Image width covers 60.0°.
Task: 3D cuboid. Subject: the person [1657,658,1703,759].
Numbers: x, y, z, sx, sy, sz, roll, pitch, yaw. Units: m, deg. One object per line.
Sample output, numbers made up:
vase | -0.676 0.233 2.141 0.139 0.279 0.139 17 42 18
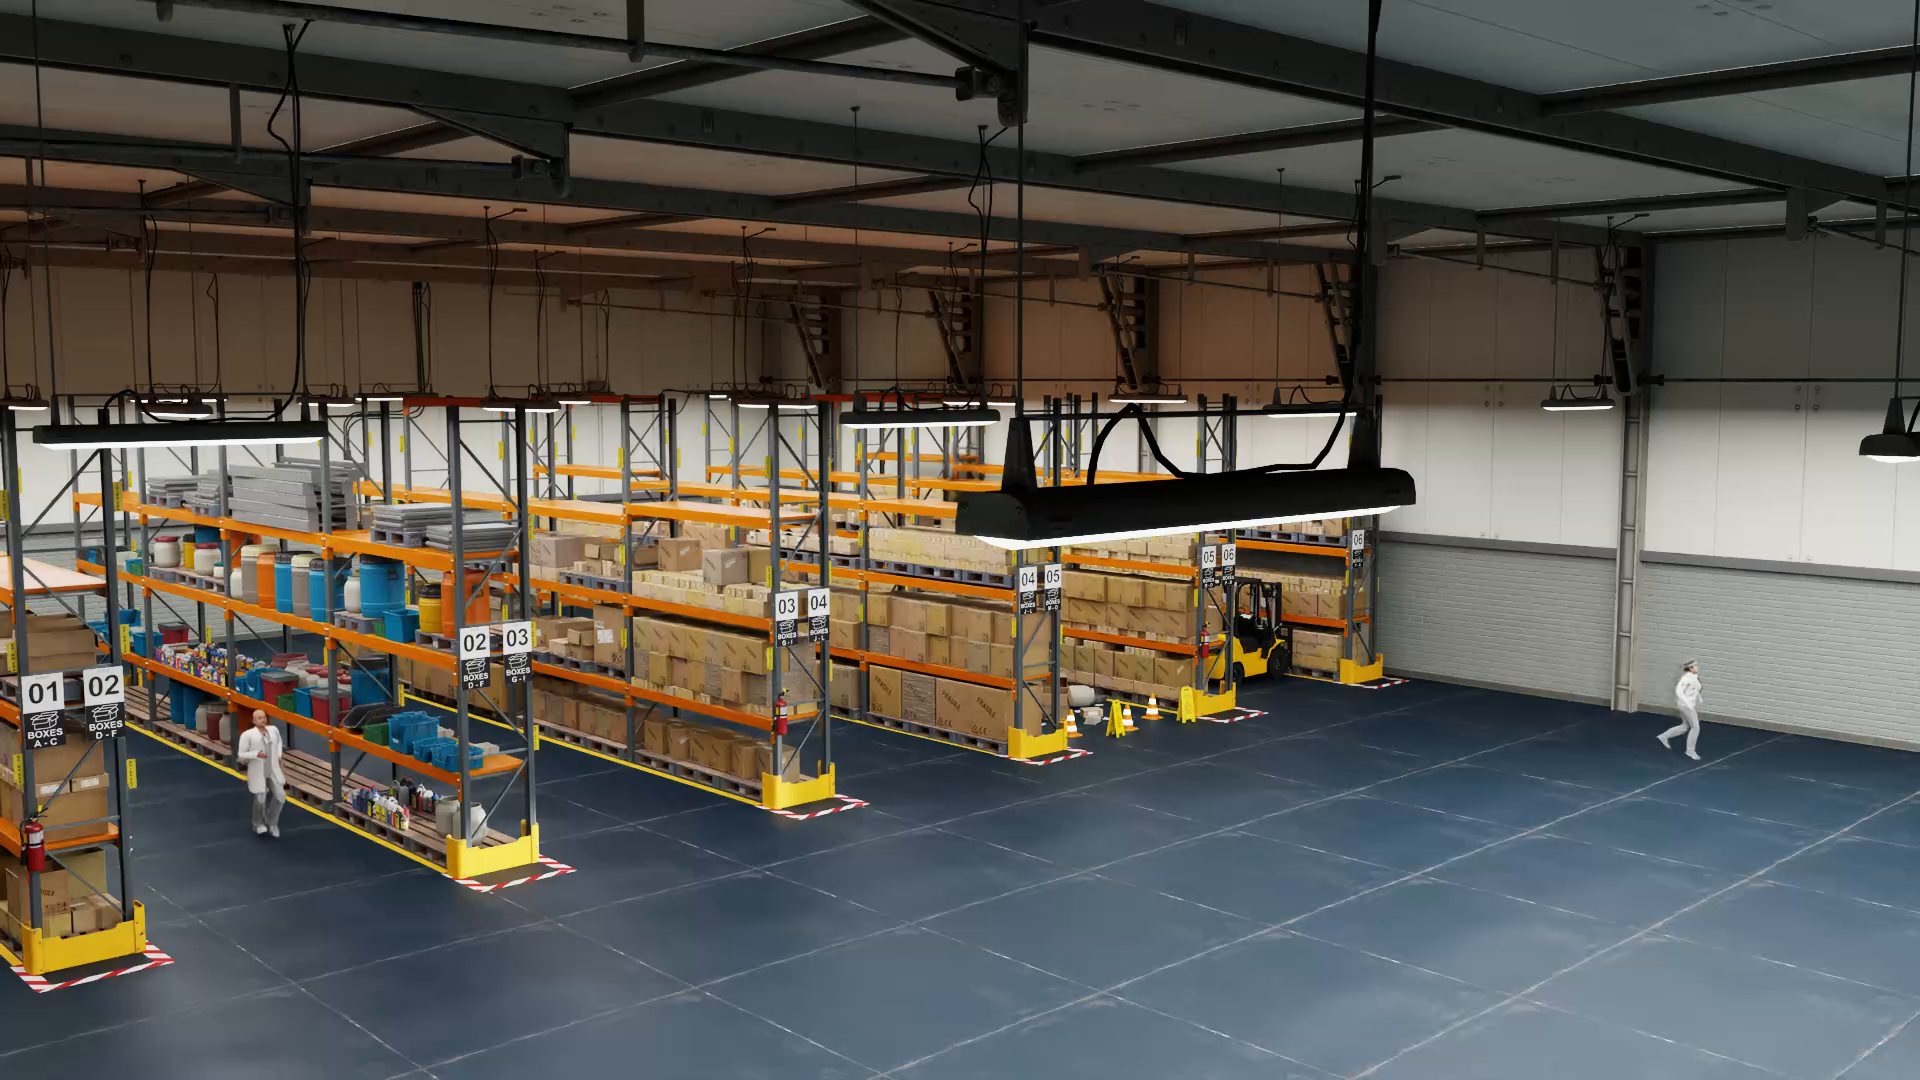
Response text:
person | 12.120 2.811 27.913 0.709 1.738 0.587 3 6 30

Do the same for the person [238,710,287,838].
person | -9.583 3.242 22.951 0.687 1.805 0.734 -5 8 -44
